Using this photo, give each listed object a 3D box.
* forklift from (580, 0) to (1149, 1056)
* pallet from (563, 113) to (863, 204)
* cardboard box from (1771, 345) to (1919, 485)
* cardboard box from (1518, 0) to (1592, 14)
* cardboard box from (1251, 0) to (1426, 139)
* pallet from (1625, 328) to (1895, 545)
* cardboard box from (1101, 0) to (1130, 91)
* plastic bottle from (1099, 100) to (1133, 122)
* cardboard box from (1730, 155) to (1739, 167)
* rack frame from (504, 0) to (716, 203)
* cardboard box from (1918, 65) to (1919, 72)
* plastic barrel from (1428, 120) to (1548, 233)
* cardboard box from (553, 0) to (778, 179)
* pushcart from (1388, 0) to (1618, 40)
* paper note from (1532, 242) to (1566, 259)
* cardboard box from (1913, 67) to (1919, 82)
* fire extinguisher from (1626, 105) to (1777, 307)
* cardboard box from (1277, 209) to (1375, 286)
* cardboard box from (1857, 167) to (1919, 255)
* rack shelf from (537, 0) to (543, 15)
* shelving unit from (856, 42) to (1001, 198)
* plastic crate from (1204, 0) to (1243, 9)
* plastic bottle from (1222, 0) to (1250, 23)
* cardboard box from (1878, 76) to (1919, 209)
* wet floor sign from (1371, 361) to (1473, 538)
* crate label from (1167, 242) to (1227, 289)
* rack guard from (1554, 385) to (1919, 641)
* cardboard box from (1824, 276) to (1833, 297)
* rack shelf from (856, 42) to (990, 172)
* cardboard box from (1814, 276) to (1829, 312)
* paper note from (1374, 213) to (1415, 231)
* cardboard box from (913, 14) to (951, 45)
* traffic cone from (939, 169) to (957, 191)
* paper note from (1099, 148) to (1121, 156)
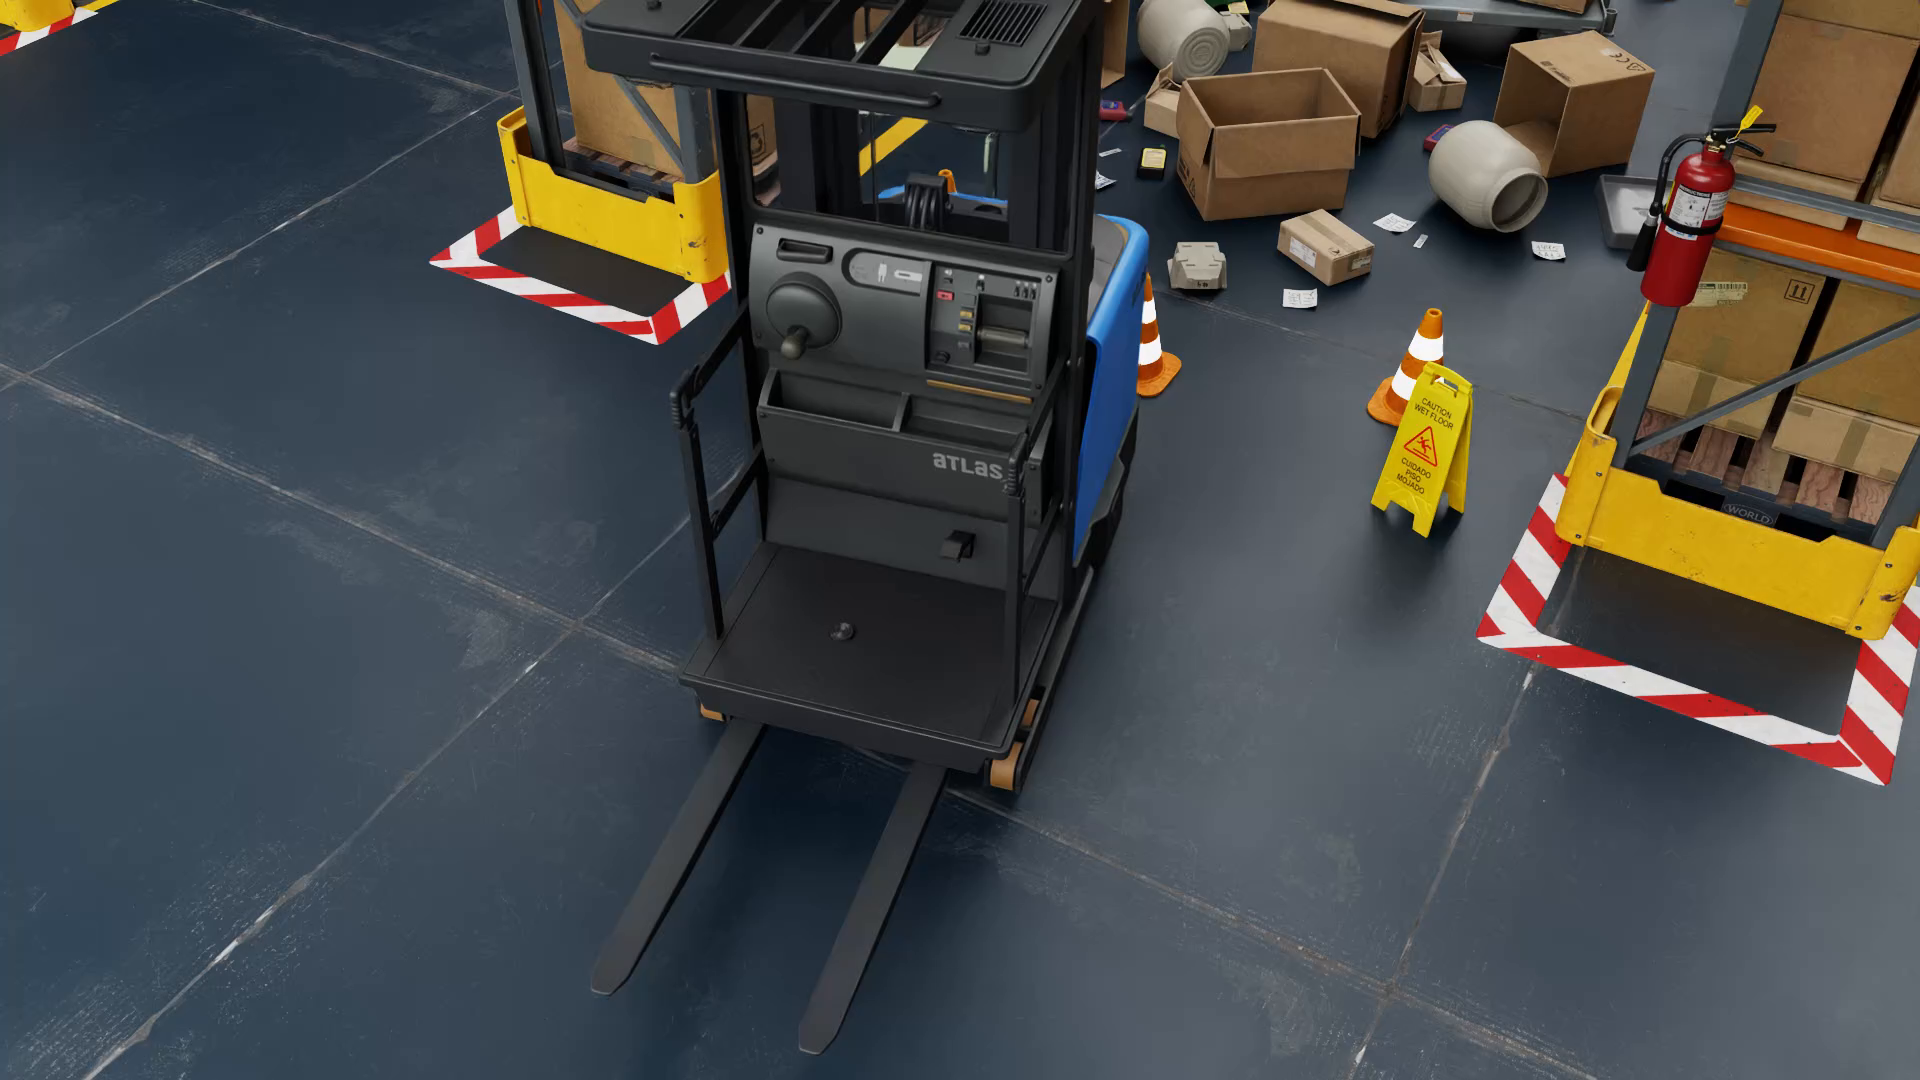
[{"bbox_3d":[-0.237,-0.598,4.711,1.130,2.935,3.031,12,43,13],"label":"forklift"},{"bbox_3d":[-1.225,-2.020,8.384,1.003,0.211,1.213,21,45,22],"label":"pallet"},{"bbox_3d":[3.422,-0.500,6.311,0.500,0.250,0.500,21,45,22],"label":"cardboard box"},{"bbox_3d":[3.224,-3.210,8.944,0.500,0.500,0.500,21,45,22],"label":"cardboard box"},{"bbox_3d":[1.926,-2.498,8.603,0.797,0.637,0.503,21,45,22],"label":"cardboard box"},{"bbox_3d":[3.254,-0.454,6.606,1.003,0.211,1.213,21,45,22],"label":"pallet"},{"bbox_3d":[0.555,-2.707,8.944,0.500,0.500,0.500,29,49,29],"label":"cardboard box"},{"bbox_3d":[0.775,-2.268,8.779,0.283,0.061,0.133,7,42,8],"label":"plastic bottle"},{"bbox_3d":[2.811,-1.376,5.733,0.380,0.149,0.250,20,45,22],"label":"cardboard box"},{"bbox_3d":[-1.558,-2.583,6.914,1.000,3.000,0.127,21,45,22],"label":"rack frame"},{"bbox_3d":[3.766,-1.922,5.862,0.500,0.500,0.500,20,45,21],"label":"cardboard box"},{"bbox_3d":[2.501,-1.720,7.882,0.421,0.421,0.512,-14,43,-15],"label":"plastic barrel"},{"bbox_3d":[-1.276,-2.353,7.942,0.875,0.875,0.875,21,46,22],"label":"cardboard box"},{"bbox_3d":[2.781,-3.034,9.410,1.648,0.377,0.936,7,42,8],"label":"pushcart"},{"bbox_3d":[2.752,-1.358,7.769,0.142,0.019,0.148,7,42,8],"label":"paper note"},{"bbox_3d":[3.792,-1.770,6.180,0.380,0.149,0.250,22,46,23],"label":"cardboard box"},{"bbox_3d":[2.322,-1.062,5.245,0.296,0.674,0.183,21,45,22],"label":"fire extinguisher"},{"bbox_3d":[1.685,-1.352,7.672,0.250,0.149,0.380,-21,45,-22],"label":"cardboard box"},{"bbox_3d":[3.128,-1.036,5.346,0.380,0.149,0.250,21,46,22],"label":"cardboard box"},{"bbox_3d":[-0.557,-3.458,8.451,1.077,0.370,4.000,21,45,22],"label":"rack shelf"},{"bbox_3d":[-0.243,-1.320,6.466,0.755,1.500,0.431,5,30,3],"label":"shelving unit"},{"bbox_3d":[1.491,-3.305,9.818,0.662,0.188,0.450,-21,35,-22],"label":"plastic crate"},{"bbox_3d":[1.612,-3.112,9.737,0.133,0.061,0.283,0,41,0],"label":"plastic bottle"},{"bbox_3d":[3.256,-1.332,5.193,0.500,0.500,0.500,20,45,21],"label":"cardboard box"},{"bbox_3d":[1.757,-0.365,6.177,0.232,0.644,0.267,-29,49,-29],"label":"wet floor sign"},{"bbox_3d":[1.085,-1.245,7.560,0.250,0.136,0.298,0,41,0],"label":"crate label"},{"bbox_3d":[2.816,-0.109,5.996,1.175,0.500,0.348,21,45,22],"label":"rack guard"},{"bbox_3d":[3.691,-1.096,6.420,0.500,0.500,0.500,19,45,21],"label":"cardboard box"},{"bbox_3d":[-0.228,-1.657,6.270,0.720,0.370,0.431,5,30,3],"label":"rack shelf"},{"bbox_3d":[3.946,-1.106,6.999,0.500,0.250,0.500,24,47,25],"label":"cardboard box"},{"bbox_3d":[2.083,-1.521,7.963,0.142,0.019,0.148,-29,49,-29],"label":"paper note"},{"bbox_3d":[-0.379,-3.378,9.107,0.875,0.875,0.875,21,46,22],"label":"cardboard box"},{"bbox_3d":[-0.063,-1.465,7.564,0.336,0.463,0.334,21,45,22],"label":"traffic cone"},{"bbox_3d":[0.766,-1.979,8.489,0.123,0.001,0.032,-21,45,-22],"label":"paper note"}]
